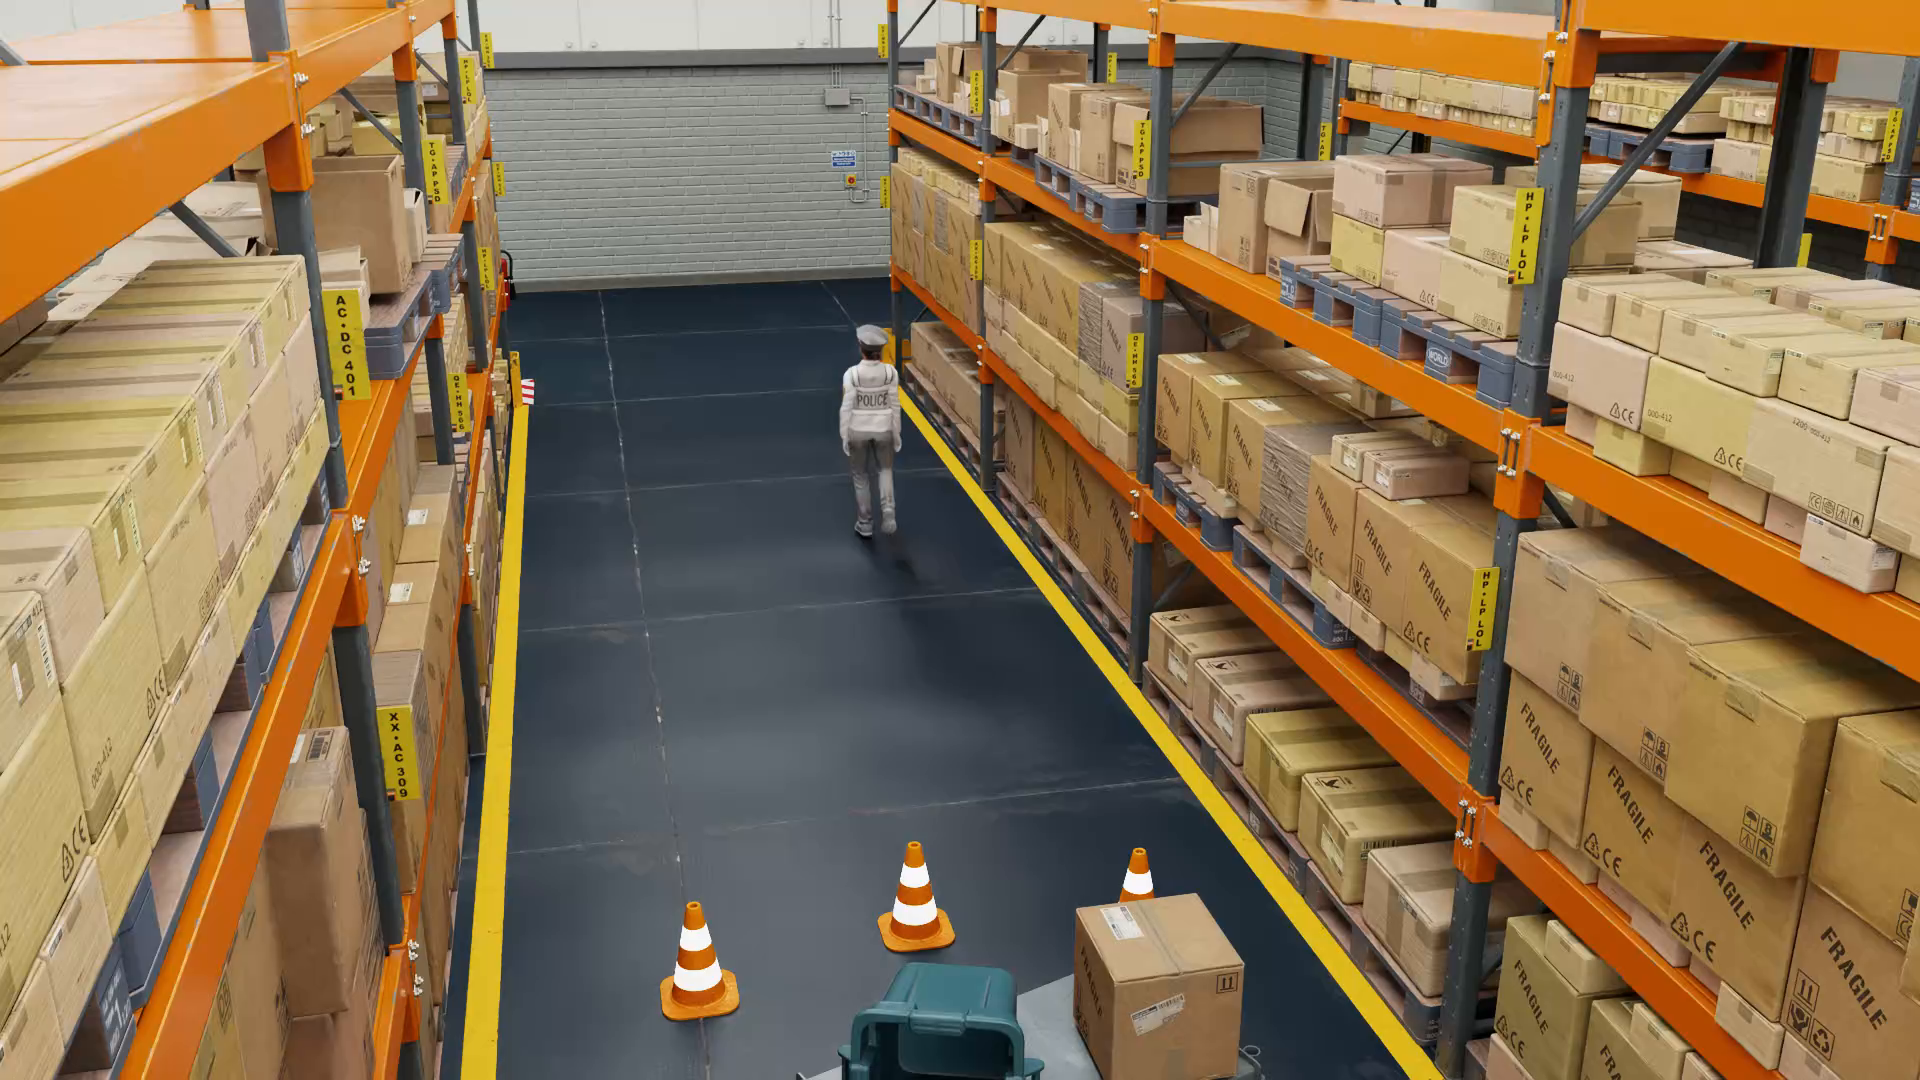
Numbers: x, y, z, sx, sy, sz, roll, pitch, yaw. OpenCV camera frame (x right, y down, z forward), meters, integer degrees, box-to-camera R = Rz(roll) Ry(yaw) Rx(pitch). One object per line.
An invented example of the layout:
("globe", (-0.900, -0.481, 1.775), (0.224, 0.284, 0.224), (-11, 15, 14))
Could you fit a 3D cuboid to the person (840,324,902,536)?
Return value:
("person", (-0.684, -0.820, 12.749), (0.488, 1.677, 0.511), (-5, 20, -13))
